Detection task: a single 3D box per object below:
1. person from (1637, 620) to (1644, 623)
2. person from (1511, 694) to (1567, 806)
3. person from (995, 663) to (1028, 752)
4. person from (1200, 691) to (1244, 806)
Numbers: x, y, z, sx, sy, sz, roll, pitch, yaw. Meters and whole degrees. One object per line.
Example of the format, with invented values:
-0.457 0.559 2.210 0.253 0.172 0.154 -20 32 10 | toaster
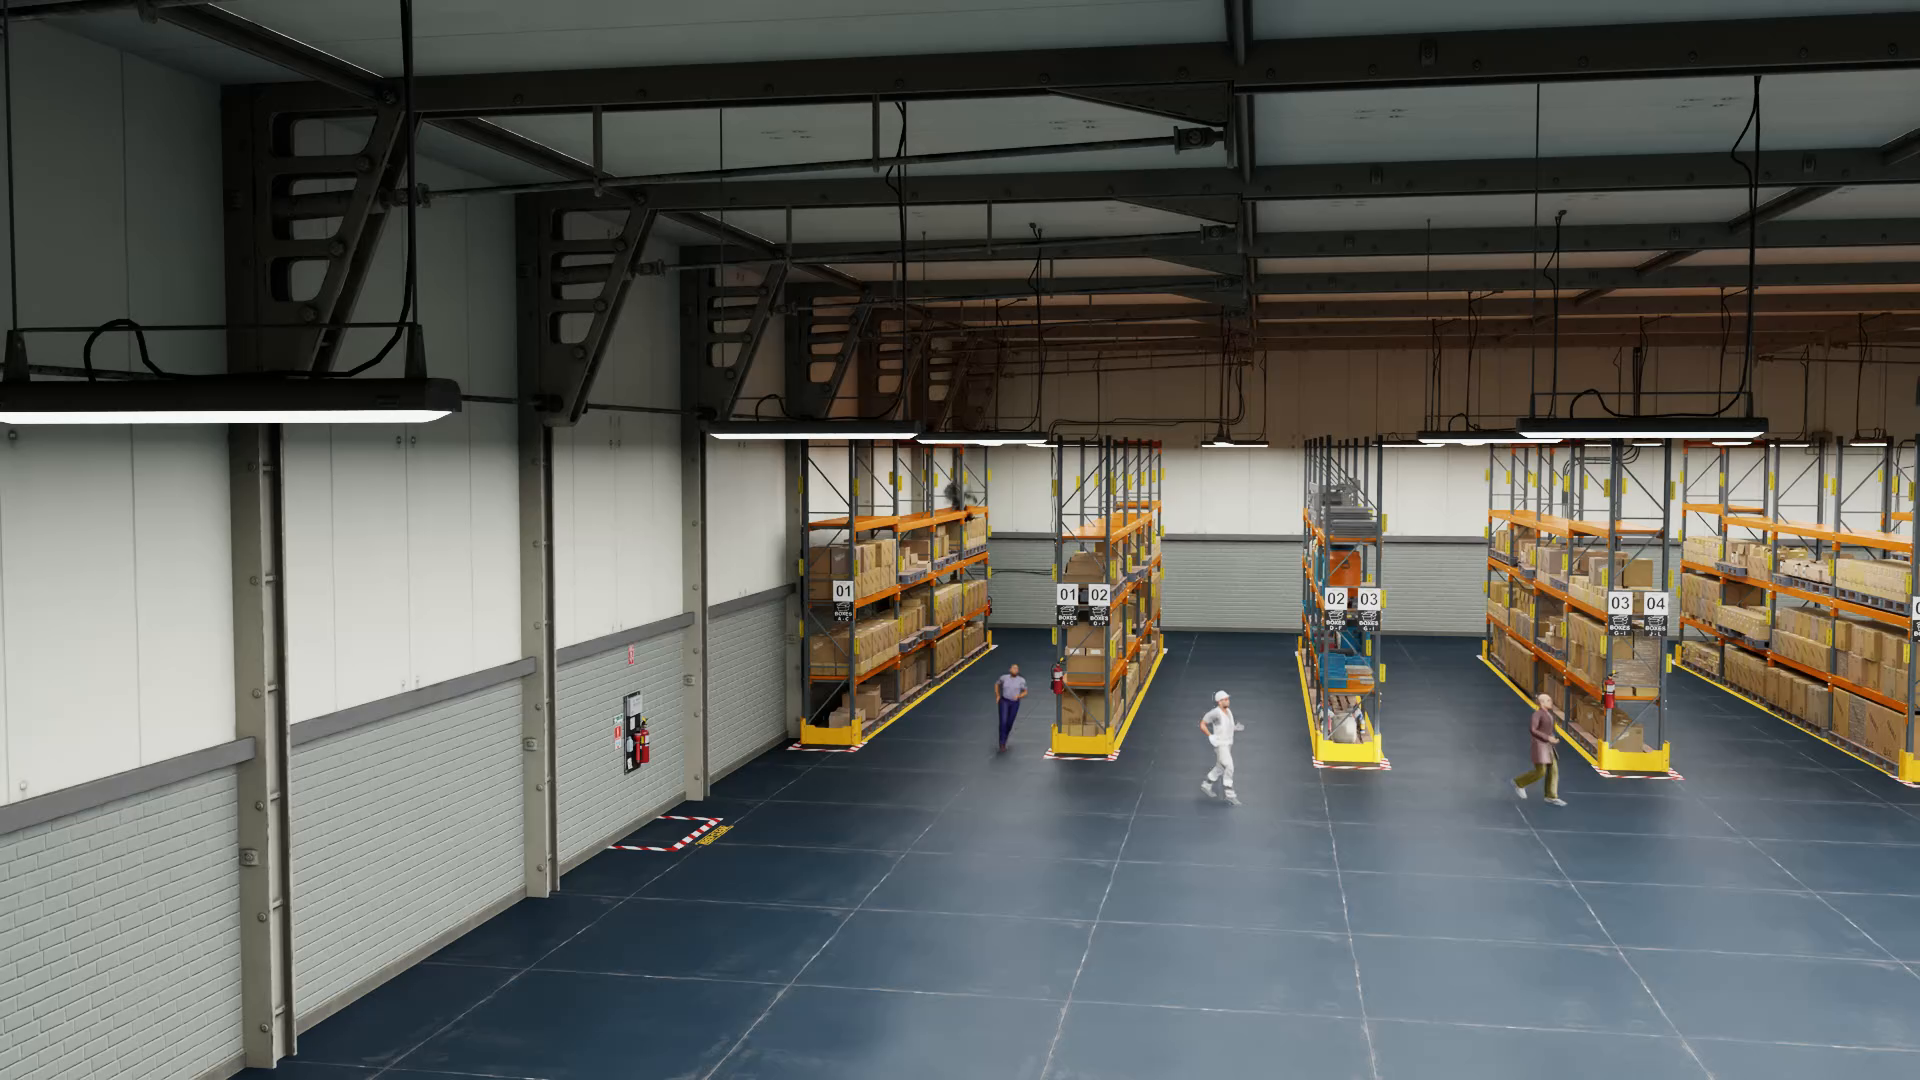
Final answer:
17.778 2.546 43.466 0.694 1.746 0.800 2 3 26 | person
9.417 3.380 26.987 0.890 1.786 0.736 3 4 40 | person
0.990 3.190 31.918 0.606 1.662 0.797 0 3 -8 | person
4.245 3.358 26.984 0.814 1.825 0.640 2 4 35 | person
